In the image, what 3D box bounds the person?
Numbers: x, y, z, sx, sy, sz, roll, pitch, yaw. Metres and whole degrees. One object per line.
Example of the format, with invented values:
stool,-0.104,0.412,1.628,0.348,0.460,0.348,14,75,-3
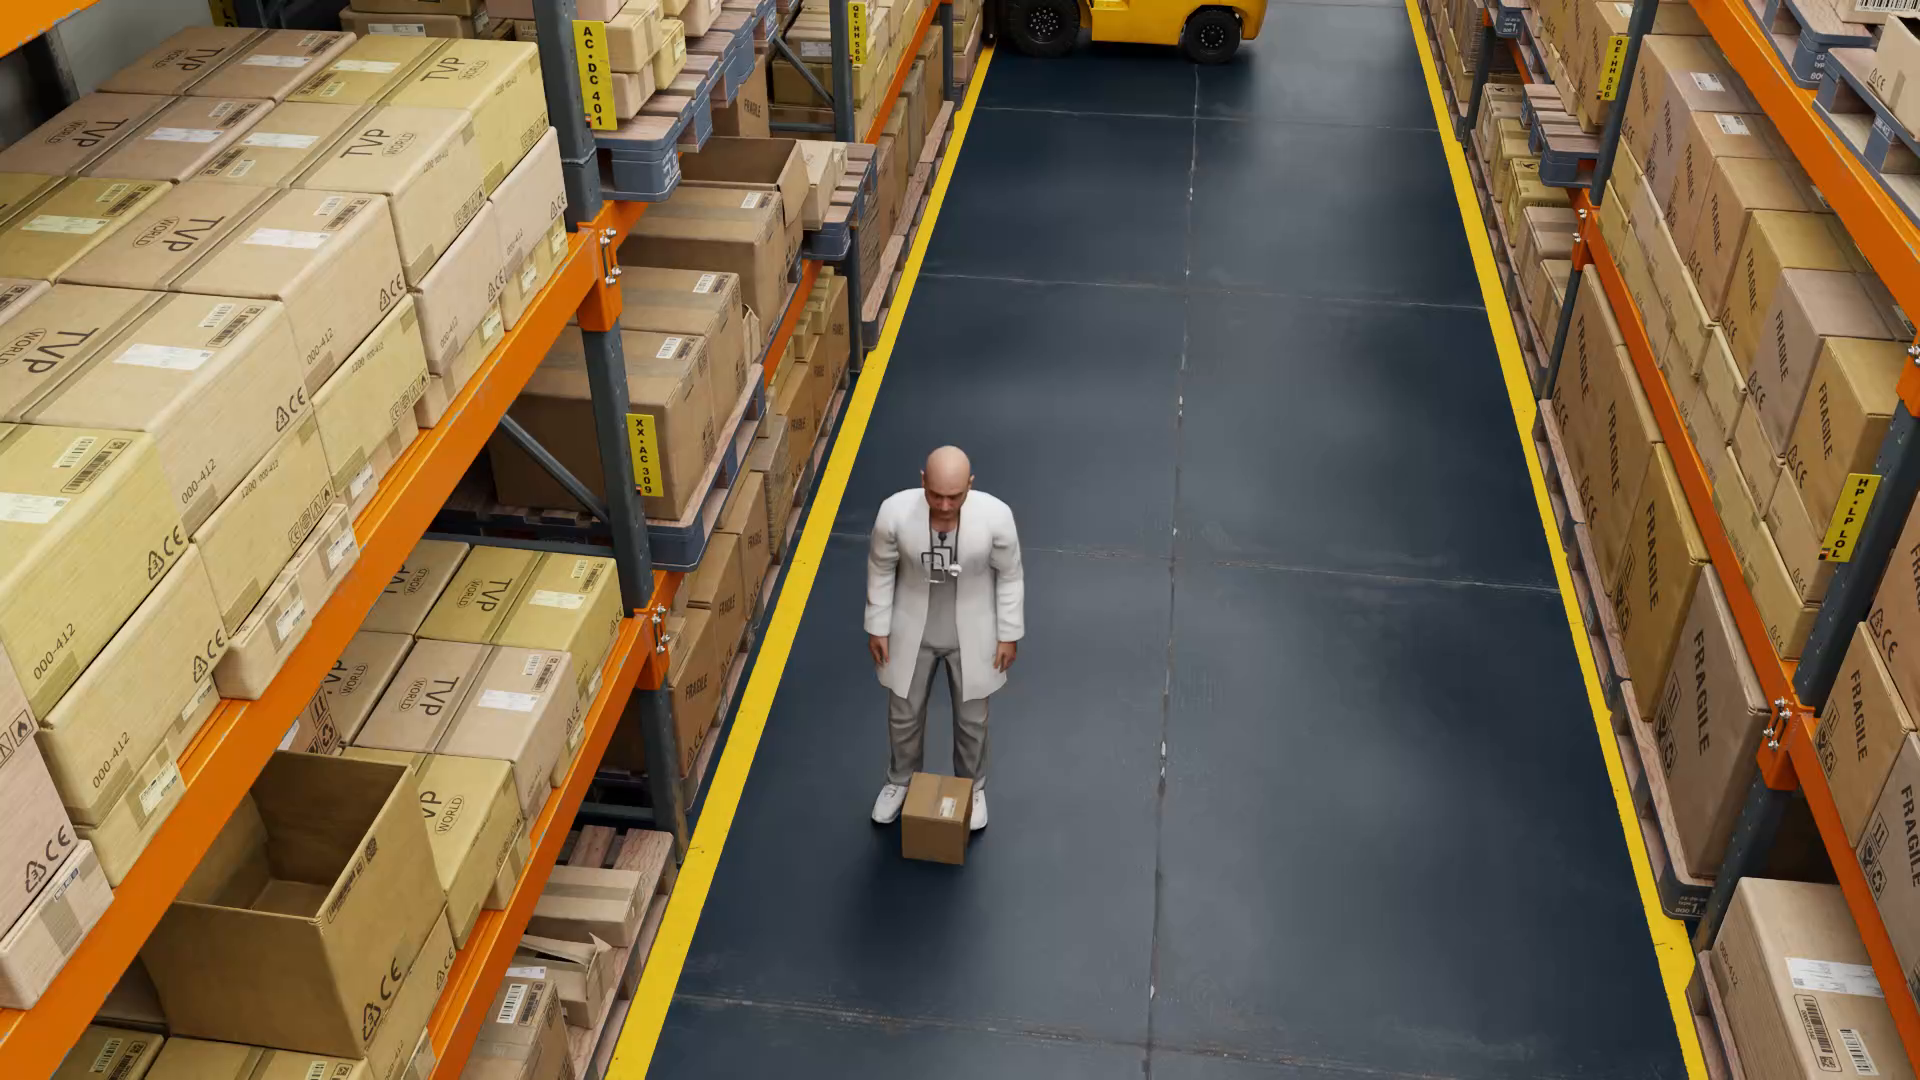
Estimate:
person,-0.064,0.371,6.539,0.637,1.773,0.428,3,36,4
